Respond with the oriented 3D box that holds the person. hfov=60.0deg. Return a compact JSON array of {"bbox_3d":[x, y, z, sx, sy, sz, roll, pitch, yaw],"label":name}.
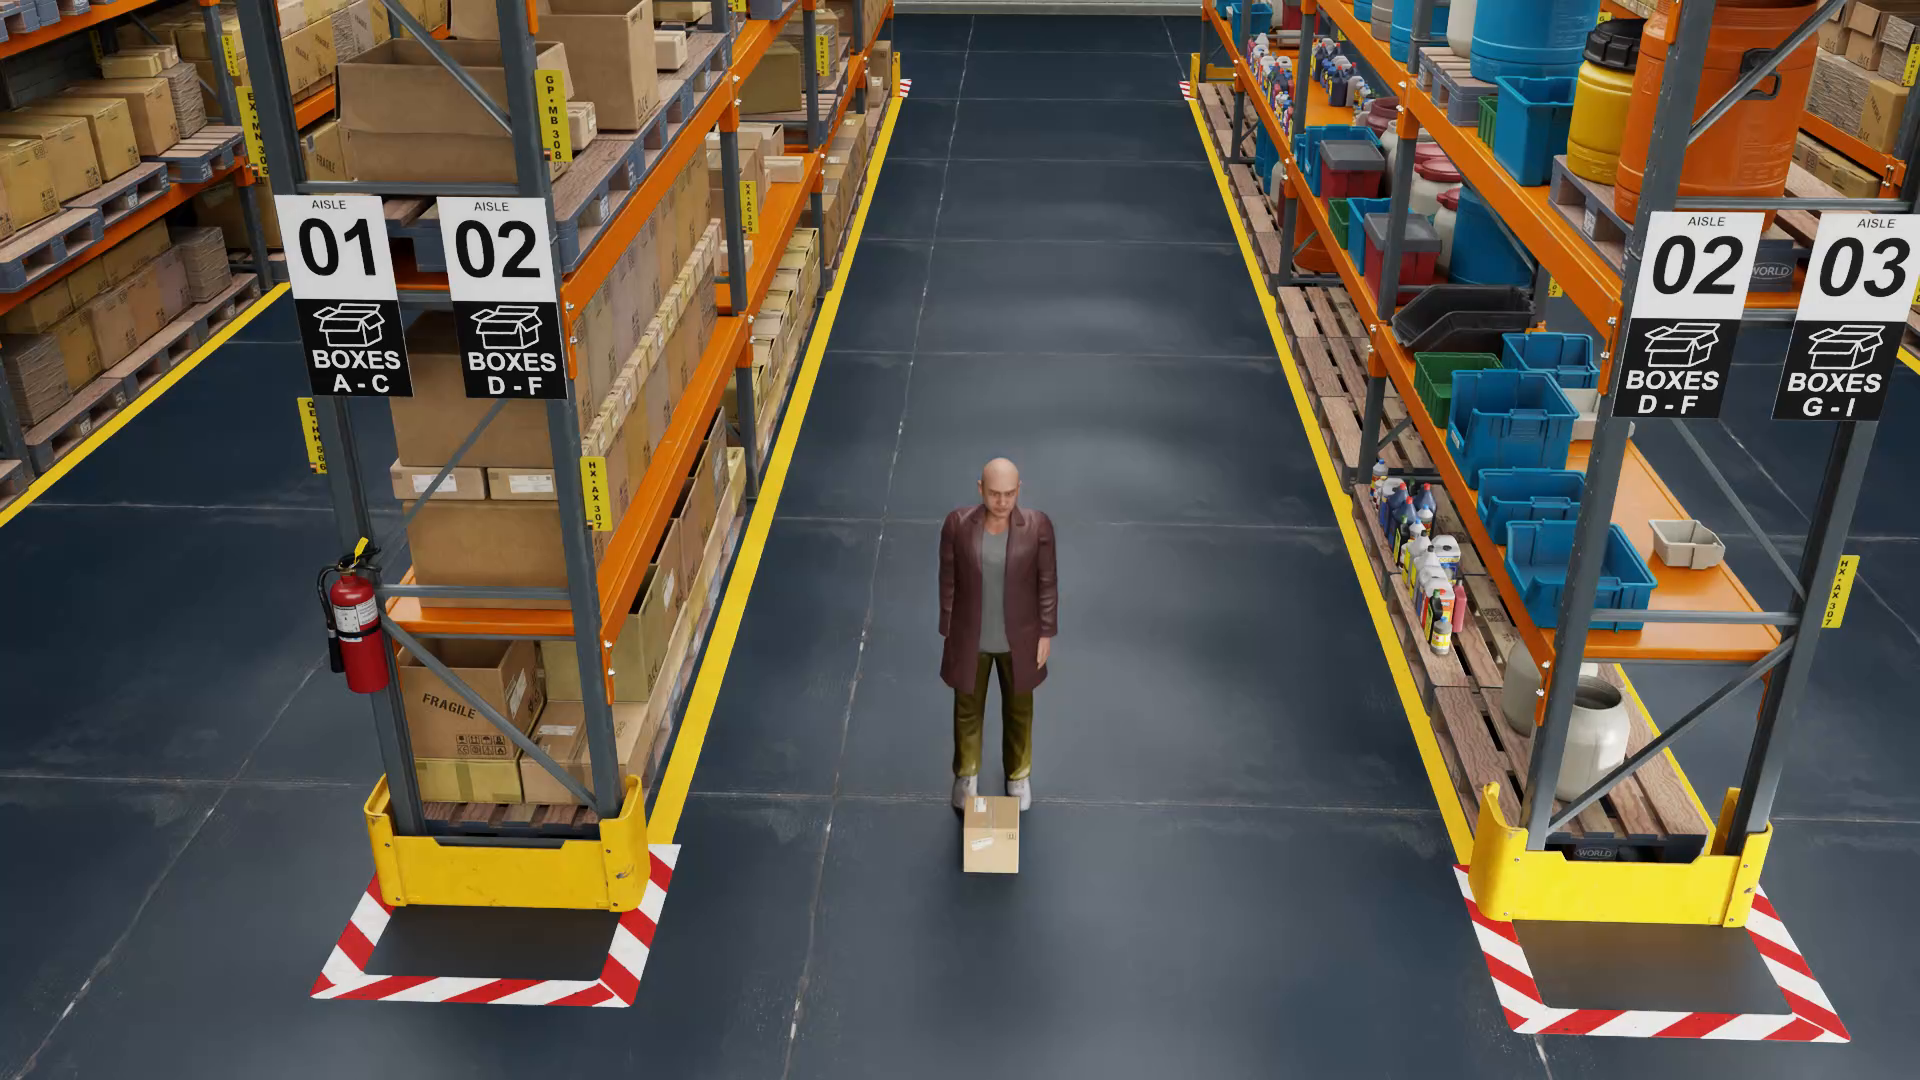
[{"bbox_3d":[0.177,0.453,7.786,0.561,1.788,0.402,2,28,3],"label":"person"}]
